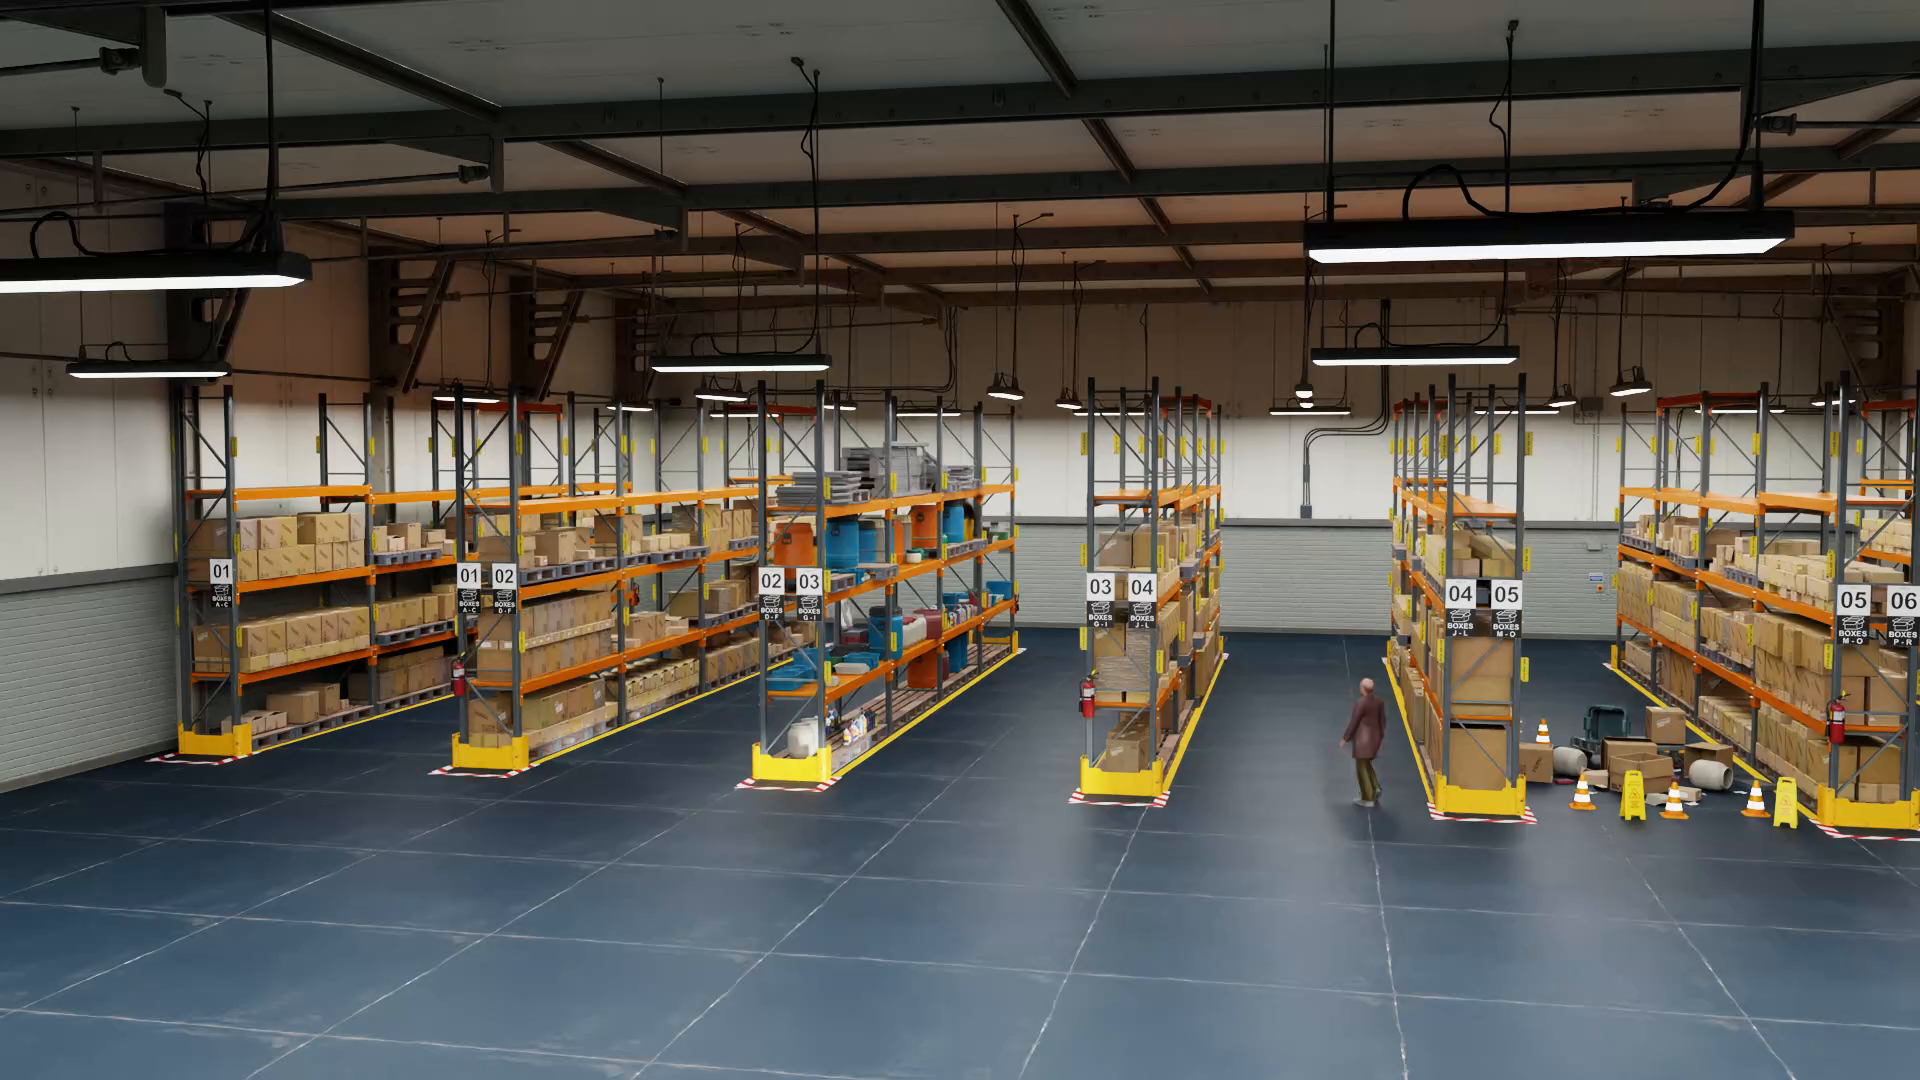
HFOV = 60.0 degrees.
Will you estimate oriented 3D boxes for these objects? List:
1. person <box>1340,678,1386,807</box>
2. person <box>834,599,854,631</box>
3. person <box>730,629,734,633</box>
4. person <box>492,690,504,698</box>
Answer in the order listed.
[{"bbox_3d":[5.685,2.810,23.237,0.655,1.761,0.534,-2,4,-33],"label":"person"},{"bbox_3d":[-2.538,1.940,36.567,0.499,1.780,0.575,-2,4,-36],"label":"person"},{"bbox_3d":[-5.833,1.776,41.476,0.487,1.734,0.979,1,3,17],"label":"person"},{"bbox_3d":[-8.629,2.409,31.204,0.498,1.736,0.599,2,4,27],"label":"person"}]
